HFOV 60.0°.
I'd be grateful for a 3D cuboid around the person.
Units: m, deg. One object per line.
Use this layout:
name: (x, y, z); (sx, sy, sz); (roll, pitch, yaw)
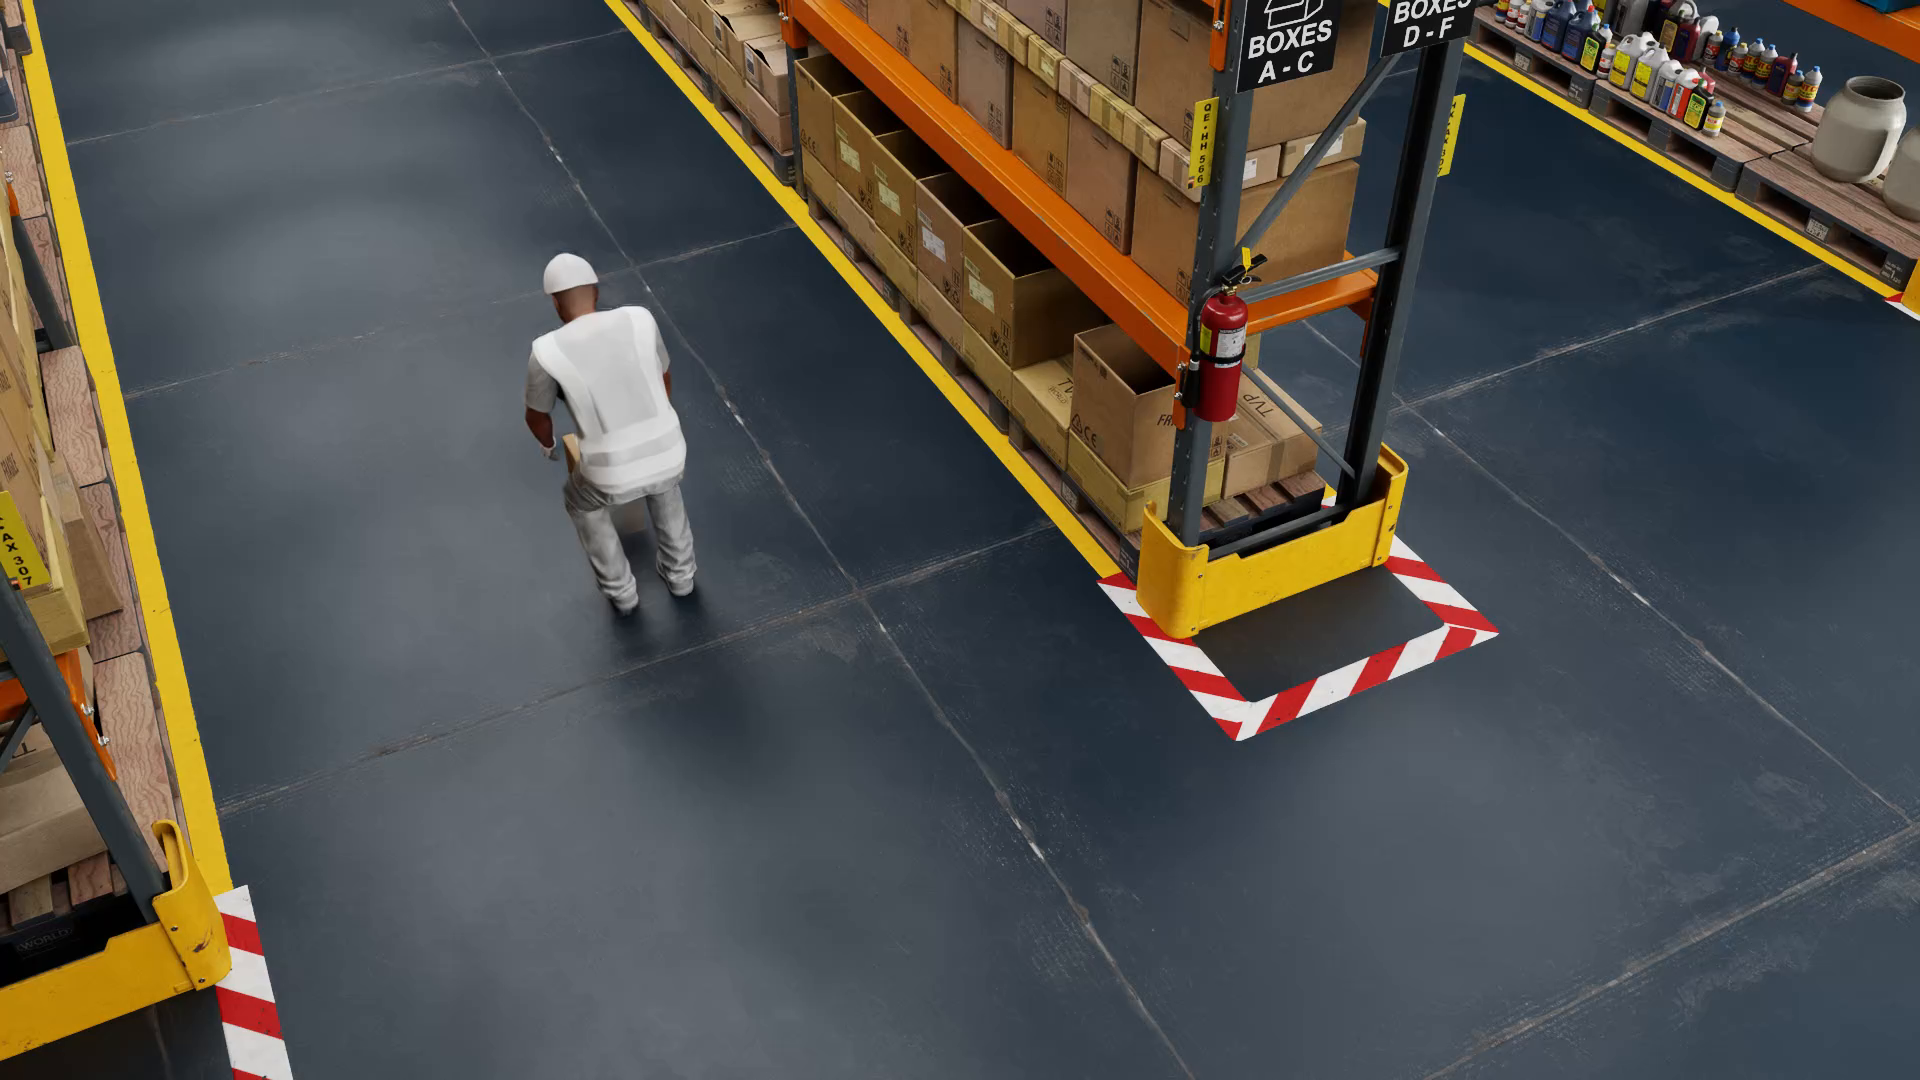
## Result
person: (-1.432, -0.355, 6.838); (0.610, 1.412, 0.772); (-19, 44, -20)
